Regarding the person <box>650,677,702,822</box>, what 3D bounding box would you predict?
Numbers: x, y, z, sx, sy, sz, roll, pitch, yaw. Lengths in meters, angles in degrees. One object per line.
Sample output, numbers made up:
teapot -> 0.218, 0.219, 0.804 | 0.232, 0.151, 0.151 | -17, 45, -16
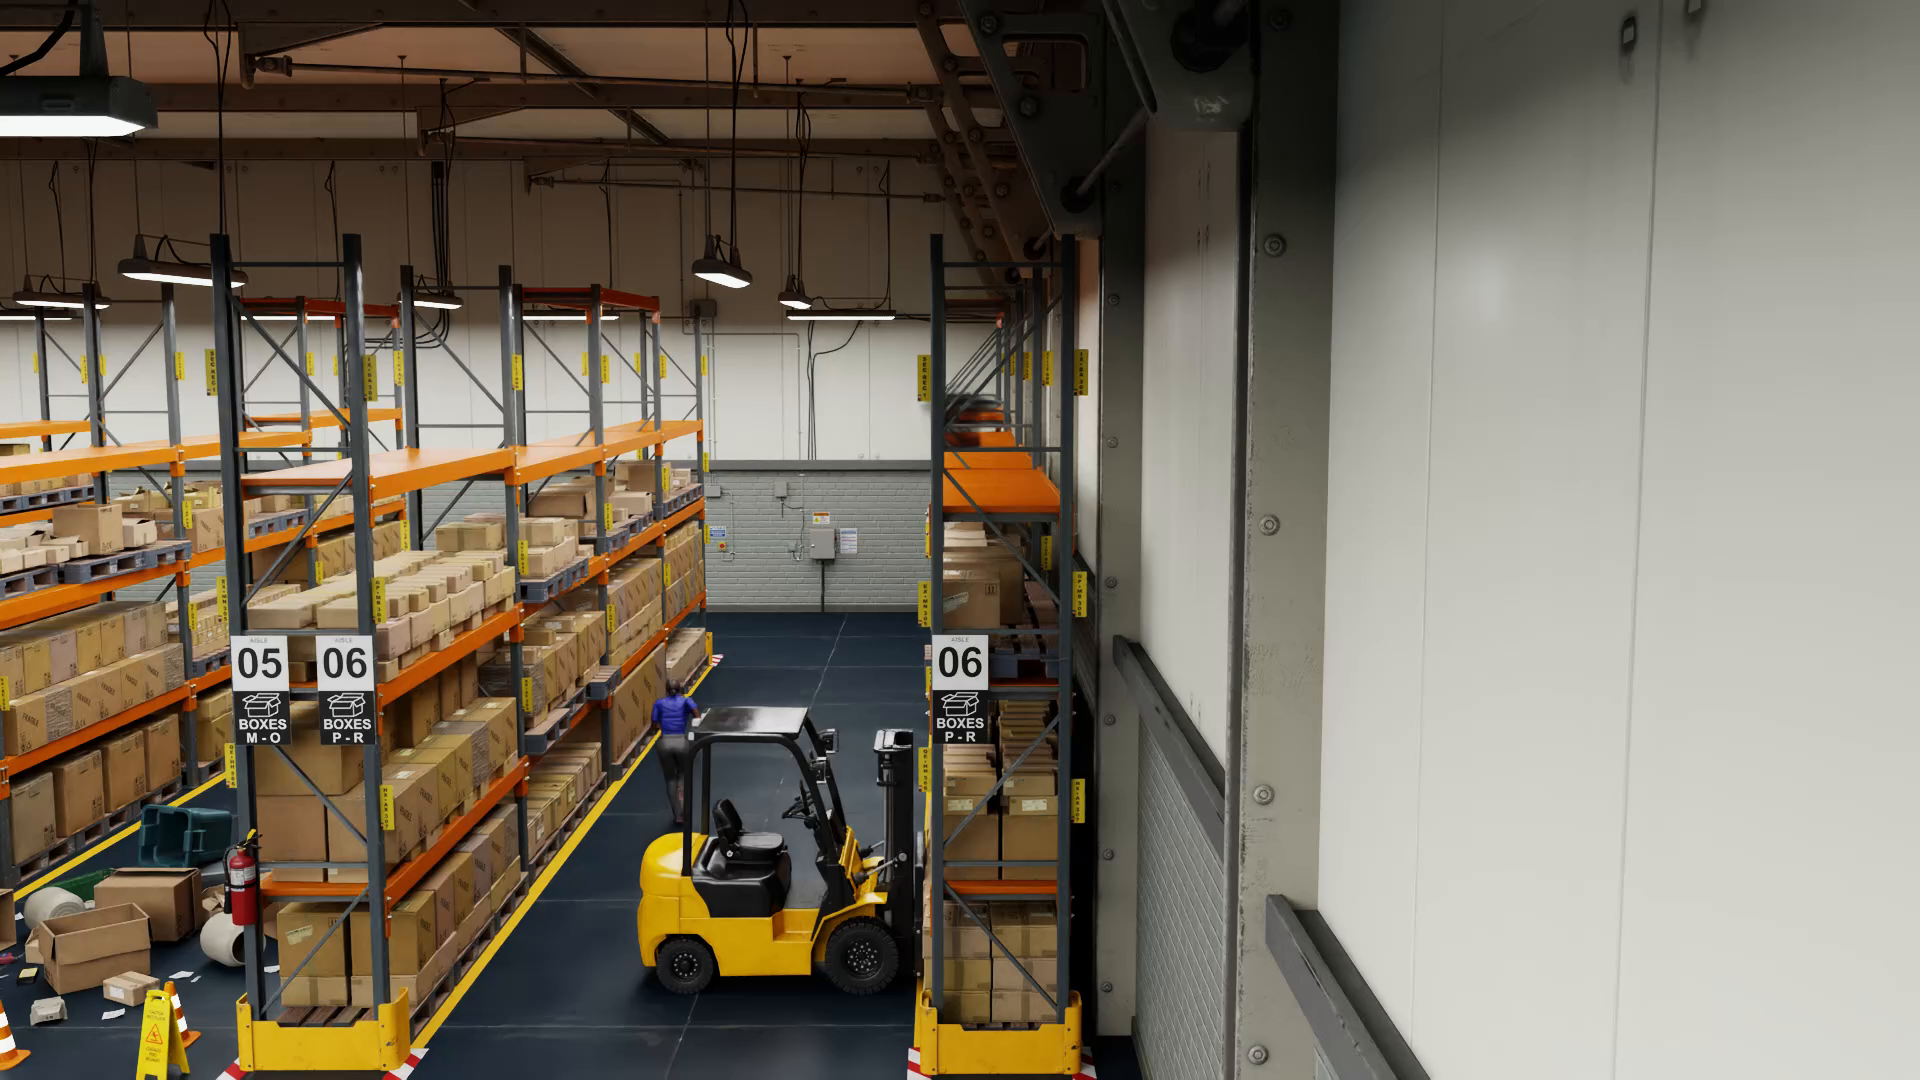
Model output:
person -> -3.181, 2.332, 18.630 | 0.551, 1.580, 0.711 | -2, 6, -13
